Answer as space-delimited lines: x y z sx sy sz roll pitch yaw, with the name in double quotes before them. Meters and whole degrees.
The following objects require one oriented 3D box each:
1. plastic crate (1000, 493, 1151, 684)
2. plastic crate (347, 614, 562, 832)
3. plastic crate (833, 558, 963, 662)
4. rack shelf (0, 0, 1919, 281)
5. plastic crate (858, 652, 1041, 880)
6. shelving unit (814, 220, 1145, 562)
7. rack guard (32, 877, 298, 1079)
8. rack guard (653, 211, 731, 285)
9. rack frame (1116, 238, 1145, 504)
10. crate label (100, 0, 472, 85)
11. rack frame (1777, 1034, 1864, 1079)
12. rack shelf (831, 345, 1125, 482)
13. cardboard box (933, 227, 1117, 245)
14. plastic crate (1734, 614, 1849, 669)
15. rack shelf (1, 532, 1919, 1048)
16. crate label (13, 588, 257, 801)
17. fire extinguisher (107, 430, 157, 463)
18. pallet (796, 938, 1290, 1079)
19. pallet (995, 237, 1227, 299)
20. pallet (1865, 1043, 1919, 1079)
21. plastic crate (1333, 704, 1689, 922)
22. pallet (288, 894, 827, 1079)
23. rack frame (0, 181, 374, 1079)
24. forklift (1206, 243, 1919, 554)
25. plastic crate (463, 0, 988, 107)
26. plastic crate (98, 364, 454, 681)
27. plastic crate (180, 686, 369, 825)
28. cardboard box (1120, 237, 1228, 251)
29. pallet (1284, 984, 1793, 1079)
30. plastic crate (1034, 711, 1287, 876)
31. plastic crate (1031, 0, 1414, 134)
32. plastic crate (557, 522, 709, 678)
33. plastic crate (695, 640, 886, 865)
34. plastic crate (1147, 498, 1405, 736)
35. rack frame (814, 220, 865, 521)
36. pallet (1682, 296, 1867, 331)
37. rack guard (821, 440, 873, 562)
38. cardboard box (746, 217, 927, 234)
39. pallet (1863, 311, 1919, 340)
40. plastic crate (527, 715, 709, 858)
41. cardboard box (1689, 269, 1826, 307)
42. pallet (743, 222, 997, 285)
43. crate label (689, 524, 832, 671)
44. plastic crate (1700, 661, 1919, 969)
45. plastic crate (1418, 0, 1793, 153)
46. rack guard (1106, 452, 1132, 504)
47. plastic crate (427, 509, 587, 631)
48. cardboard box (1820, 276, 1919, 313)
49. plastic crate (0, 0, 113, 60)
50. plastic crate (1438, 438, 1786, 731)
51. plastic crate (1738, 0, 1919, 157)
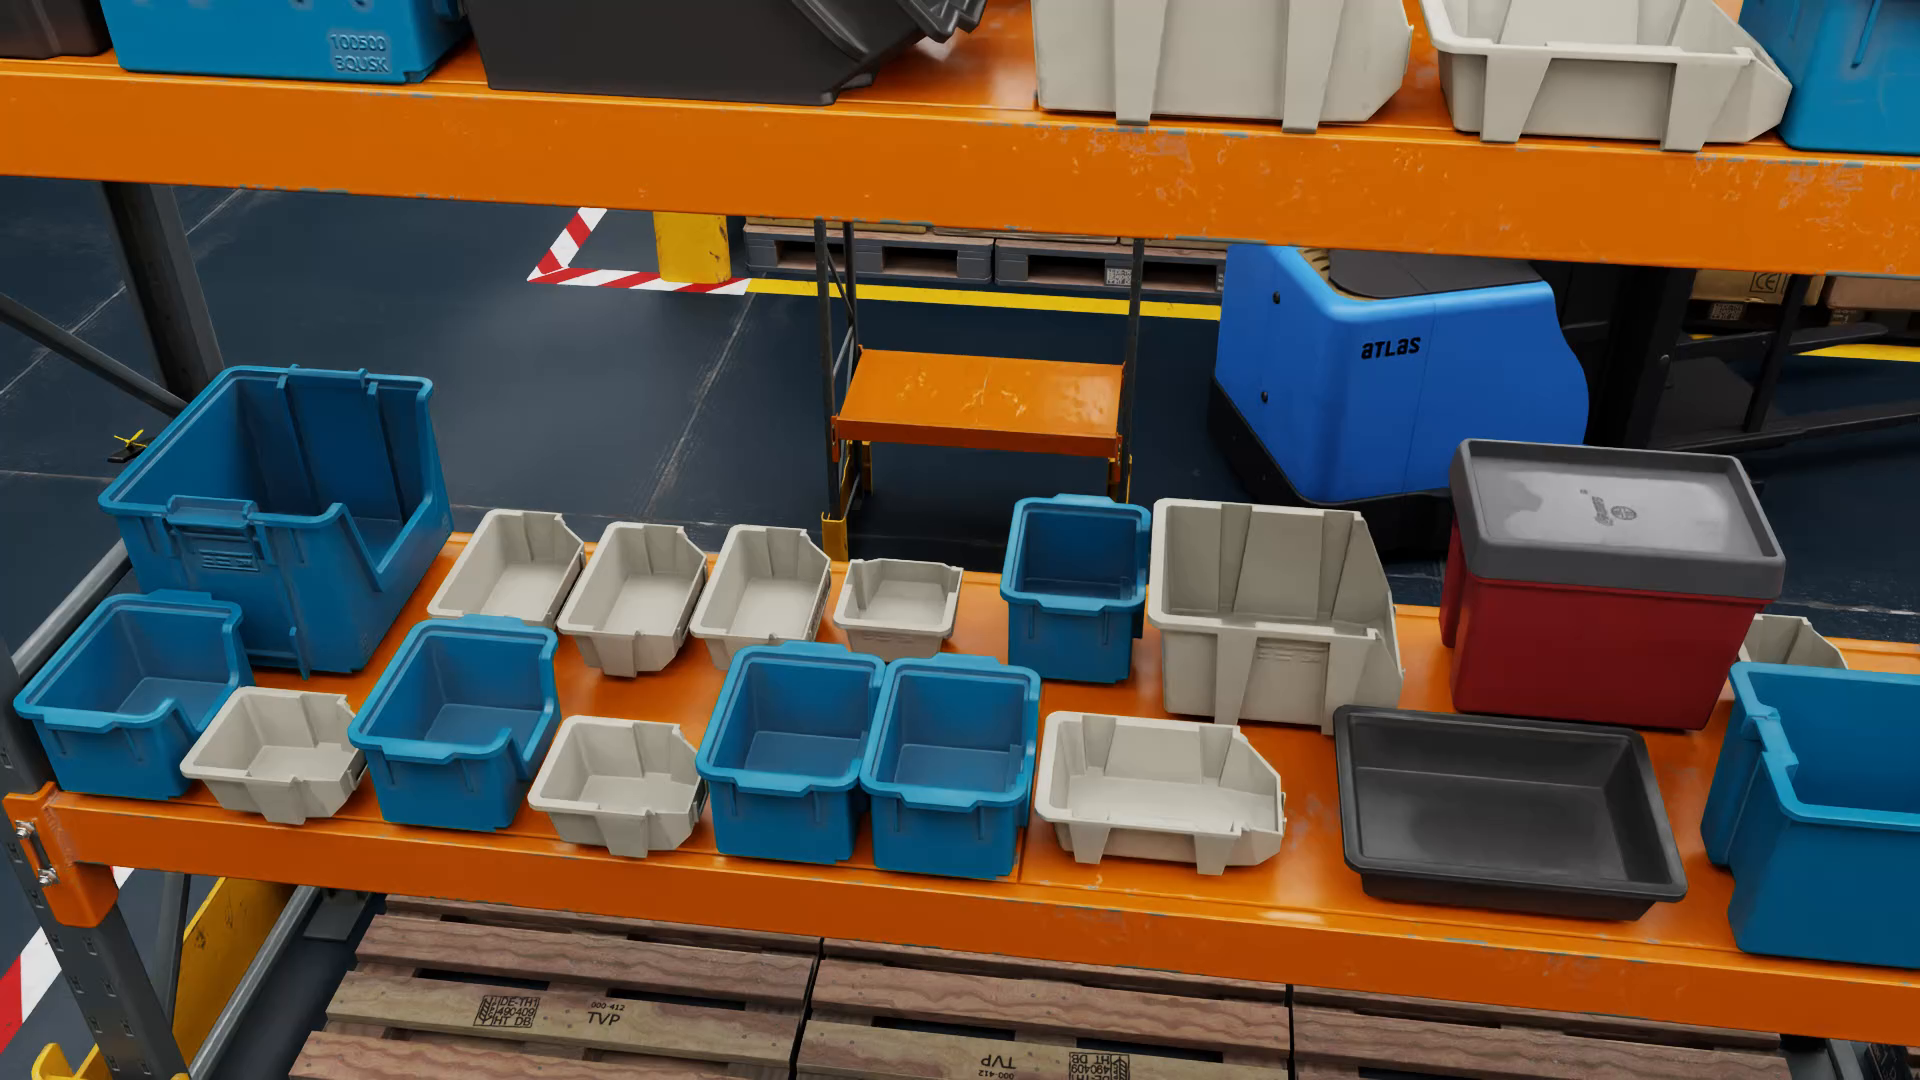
"plastic crate" 0.250 0.114 3.600 0.300 0.233 0.416 4 36 6
"plastic crate" -0.964 0.367 3.247 0.300 0.233 0.416 4 36 6
"plastic crate" -0.127 0.153 3.629 0.250 0.136 0.298 4 36 6
"rack shelf" 0.164 -0.714 2.705 4.000 0.370 1.077 4 36 6
"plastic crate" -0.013 0.438 3.147 0.300 0.233 0.416 4 36 6
"shelving unit" 0.076 -0.605 5.806 1.083 1.500 0.587 4 36 6
"rack guard" -1.845 1.089 4.293 0.348 0.500 1.175 4 36 6
"rack guard" -1.212 -1.772 8.302 0.348 0.500 1.175 4 36 6
"rack frame" 0.589 -0.567 5.753 0.032 1.500 0.500 4 36 6
"crate label" -0.946 -0.840 2.390 0.502 0.251 0.408 4 36 6
"rack frame" 2.148 0.362 3.160 0.127 3.000 1.000 4 36 6
"rack shelf" 0.085 -0.458 5.910 1.000 0.185 0.538 4 36 6
"cardboard box" 0.359 -2.025 7.973 0.875 0.875 0.875 4 36 6
"plastic crate" 1.704 0.328 3.383 0.243 0.136 0.396 4 36 6
"rack shelf" 0.164 0.507 3.577 4.000 0.370 1.077 4 36 6
"crate label" -1.617 0.318 3.315 0.303 0.233 0.416 4 36 6
"fire extinguisher" -1.911 -0.023 4.088 0.183 0.674 0.296 4 36 6
"pallet" 0.200 1.376 4.140 1.213 0.211 1.003 4 36 6
"pallet" 0.821 -1.547 8.236 1.213 0.211 1.003 4 36 6
"pallet" 2.908 1.578 3.857 1.213 0.211 1.003 4 36 6
"plastic crate" 1.003 0.522 3.122 0.590 0.125 0.437 4 36 6
"pallet" -1.006 1.285 4.268 1.213 0.211 1.003 4 36 6
"rack frame" -1.820 0.066 3.575 0.127 3.000 1.000 4 36 6
"forklift" 2.575 -1.549 5.898 3.031 2.935 1.130 -8 36 -11
"plastic crate" -0.339 -0.858 2.341 0.767 0.338 0.504 4 36 6
"plastic crate" -1.464 -0.055 3.663 0.499 0.435 0.616 4 36 6
"plastic crate" -1.309 0.429 3.243 0.298 0.136 0.250 4 36 6
"cardboard box" 1.242 -1.959 7.881 0.875 0.875 0.875 4 36 6
"pallet" 1.414 1.465 4.015 1.213 0.211 1.003 4 36 6
"plastic crate" 0.382 0.490 3.157 0.466 0.136 0.293 4 36 6
"plastic crate" 0.339 -0.765 2.259 0.530 0.282 0.437 4 36 6
"plastic crate" -0.702 0.135 3.654 0.243 0.136 0.396 4 36 6
"plastic crate" -0.311 0.415 3.178 0.300 0.233 0.416 4 36 6
"plastic crate" 0.657 0.167 3.484 0.530 0.282 0.437 4 36 6
"rack frame" -0.420 -0.642 5.858 0.032 1.500 0.500 4 36 6
"pallet" 3.554 -1.343 7.950 1.213 0.211 1.003 4 36 6
"rack guard" -0.418 -0.133 6.221 0.087 0.250 0.587 4 36 6
"cardboard box" -0.544 -2.092 8.067 0.875 0.875 0.875 4 36 6
"pallet" 4.767 -1.254 7.825 1.213 0.211 1.003 4 36 6
"plastic crate" -0.636 0.479 3.172 0.298 0.136 0.250 4 36 6
"cardboard box" 3.416 -1.762 7.604 0.875 0.875 1.225 4 36 6
"pallet" -0.386 -1.638 8.364 1.213 0.211 1.003 4 36 6
"crate label" -0.423 0.142 3.645 0.243 0.136 0.396 4 36 6
"plastic crate" 1.641 0.506 2.921 0.575 0.384 0.392 4 36 6
"plastic crate" 0.838 -0.626 2.190 0.466 0.136 0.293 4 36 6
"rack guard" 0.570 -0.059 6.118 0.087 0.250 0.587 4 36 6
"plastic crate" -0.988 0.105 3.696 0.243 0.136 0.396 4 36 6
"cardboard box" 4.302 -1.696 7.512 0.875 0.875 1.225 3 36 4
"plastic crate" -1.473 -0.912 2.477 0.590 0.269 0.497 4 36 6
"plastic crate" 1.294 0.101 3.419 0.583 0.464 0.402 4 36 6
"plastic crate" 1.204 -0.674 2.174 0.300 0.233 0.416 4 36 6
